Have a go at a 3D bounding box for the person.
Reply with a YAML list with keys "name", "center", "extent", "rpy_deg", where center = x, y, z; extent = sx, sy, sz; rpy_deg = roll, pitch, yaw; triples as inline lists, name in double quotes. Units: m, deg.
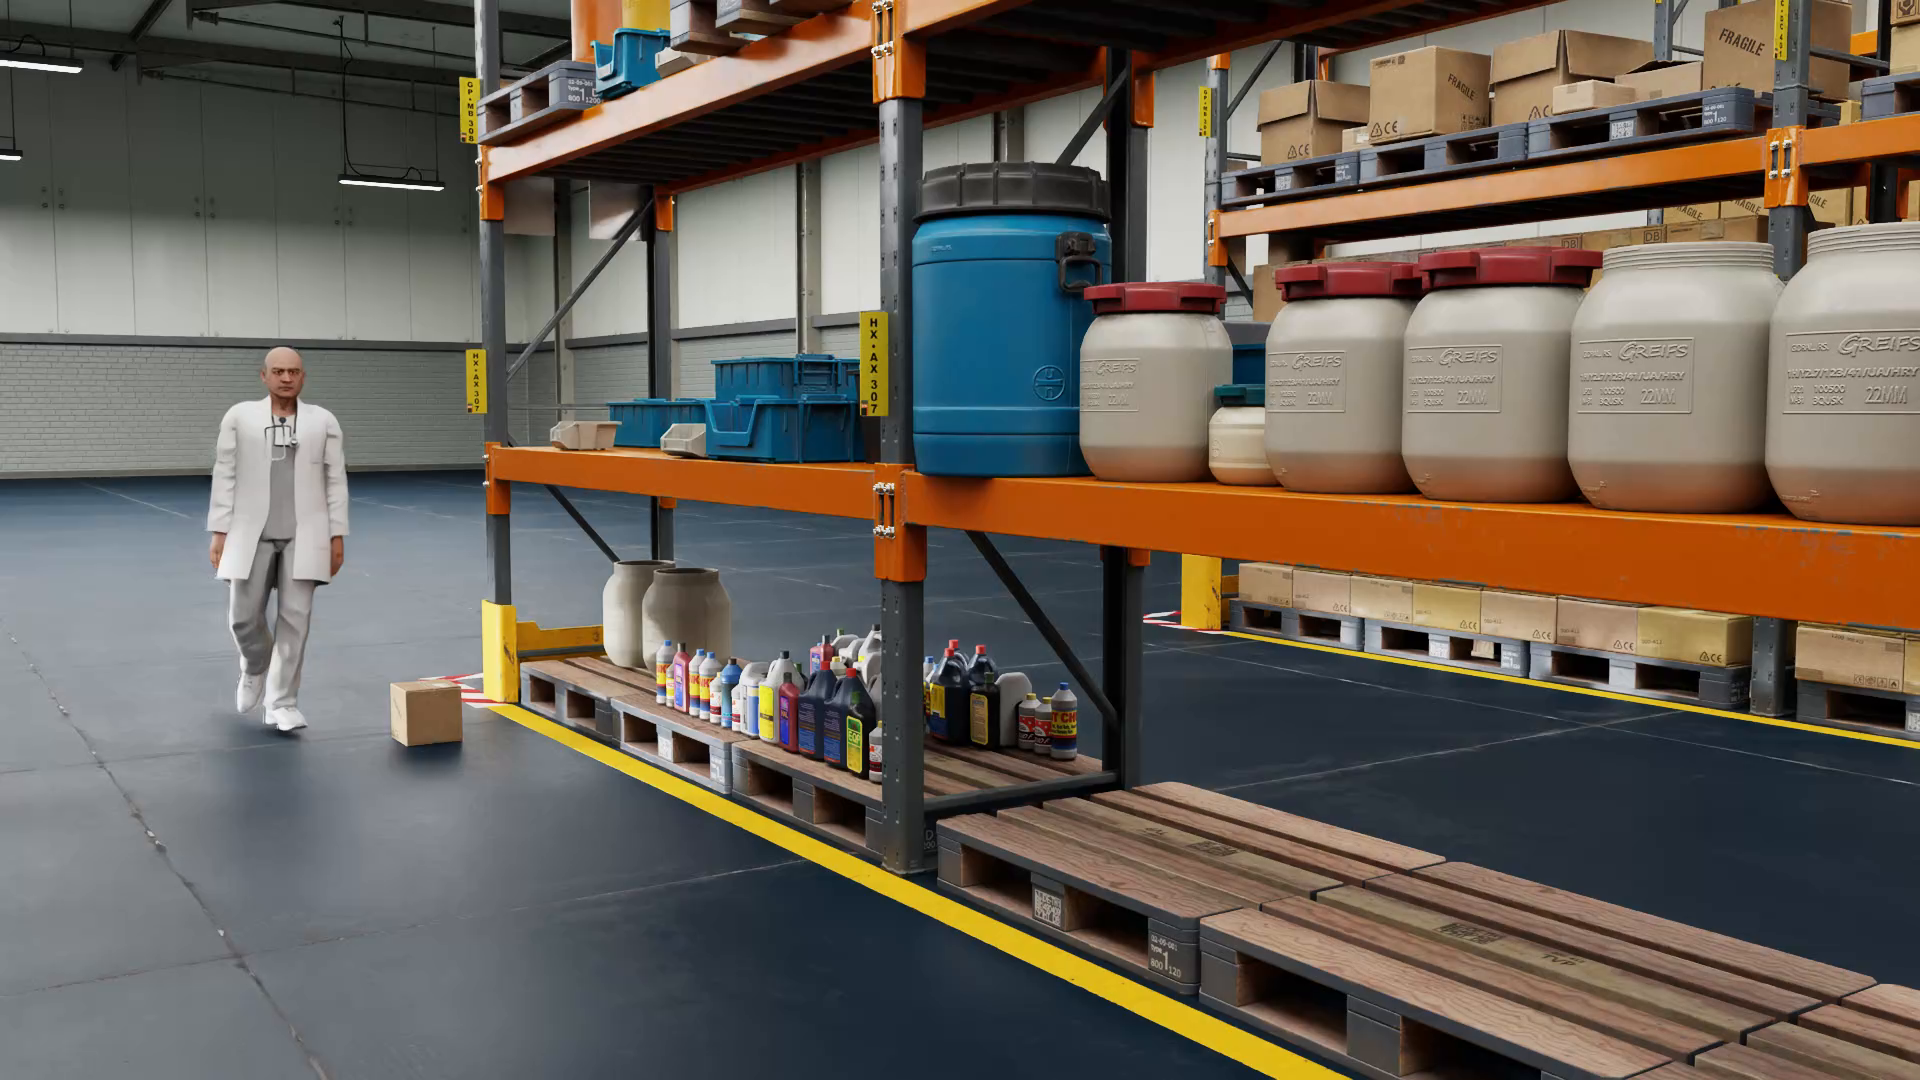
- name: "person"
  center: [-3.193, -0.021, 7.807]
  extent: [0.626, 1.759, 0.705]
  rpy_deg: [-2, 5, -28]
